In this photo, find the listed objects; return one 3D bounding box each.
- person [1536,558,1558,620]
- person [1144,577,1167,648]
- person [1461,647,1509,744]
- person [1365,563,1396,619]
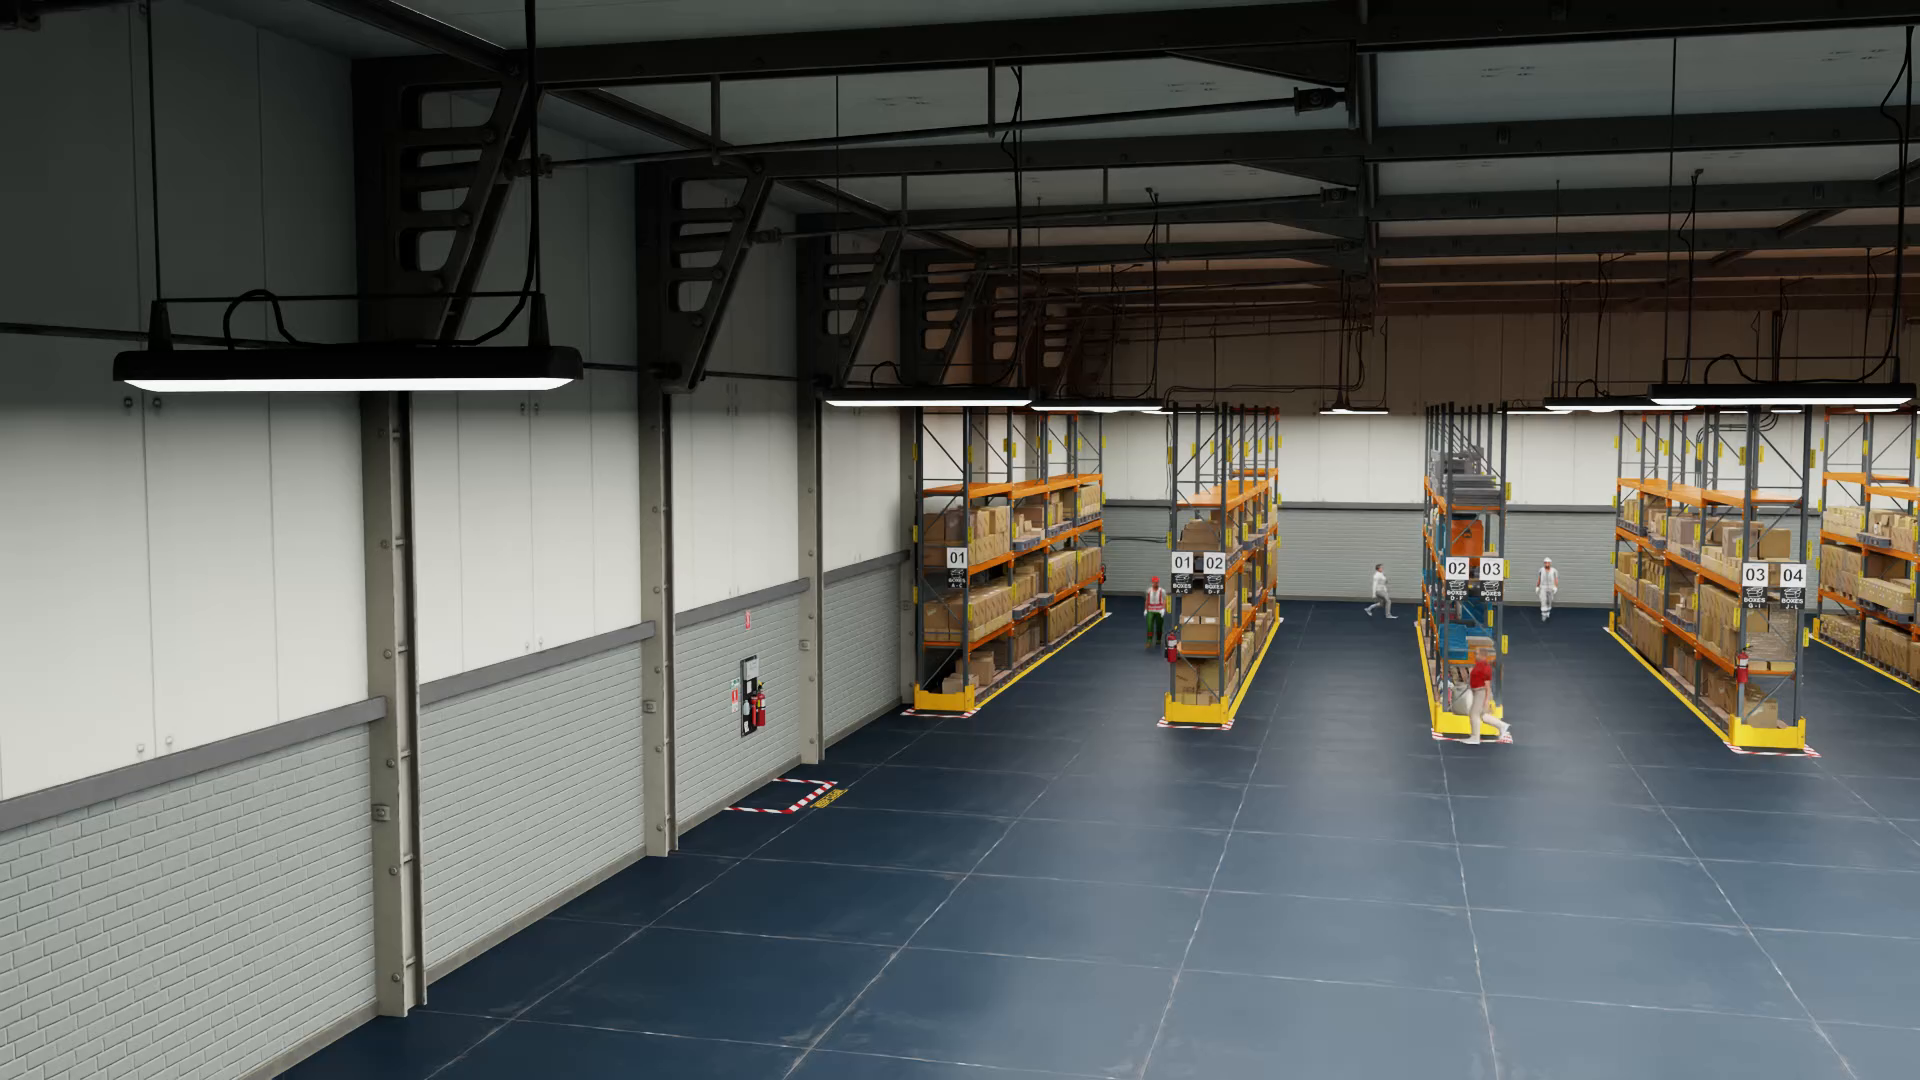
[{"bbox_3d":[16.552,1.369,46.809,0.553,1.721,1.050,1,4,10],"label":"person"},{"bbox_3d":[4.843,1.774,41.311,0.577,1.721,1.050,1,4,9],"label":"person"},{"bbox_3d":[9.200,2.714,29.097,0.842,1.687,0.566,0,4,7],"label":"person"},{"bbox_3d":[11.983,1.440,47.325,0.890,1.564,0.470,2,5,31],"label":"person"}]
